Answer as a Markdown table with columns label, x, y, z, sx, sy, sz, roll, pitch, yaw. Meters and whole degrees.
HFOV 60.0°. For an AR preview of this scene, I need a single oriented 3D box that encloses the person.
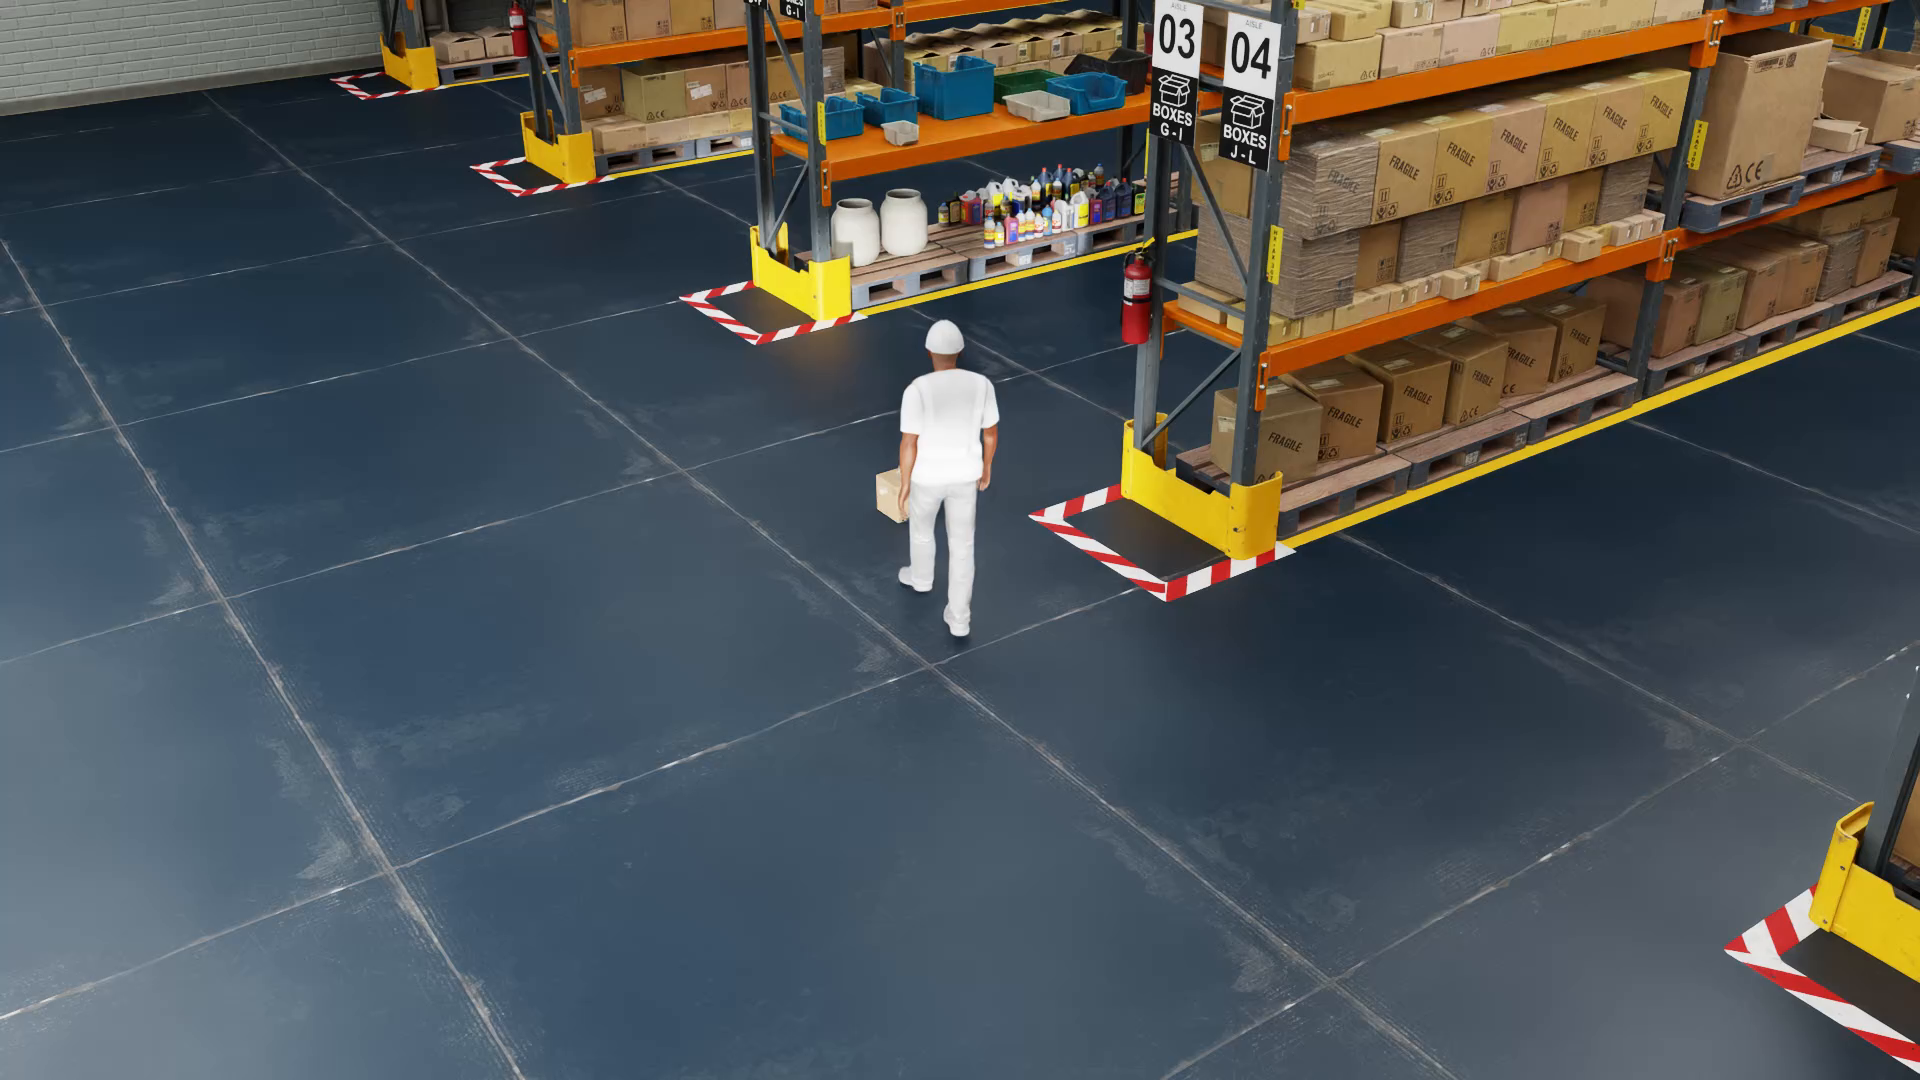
| label | x | y | z | sx | sy | sz | roll | pitch | yaw |
| --- | --- | --- | --- | --- | --- | --- | --- | --- | --- |
| person | -0.081 | -0.387 | 9.302 | 0.604 | 1.735 | 0.856 | -5 | 29 | -10 |
